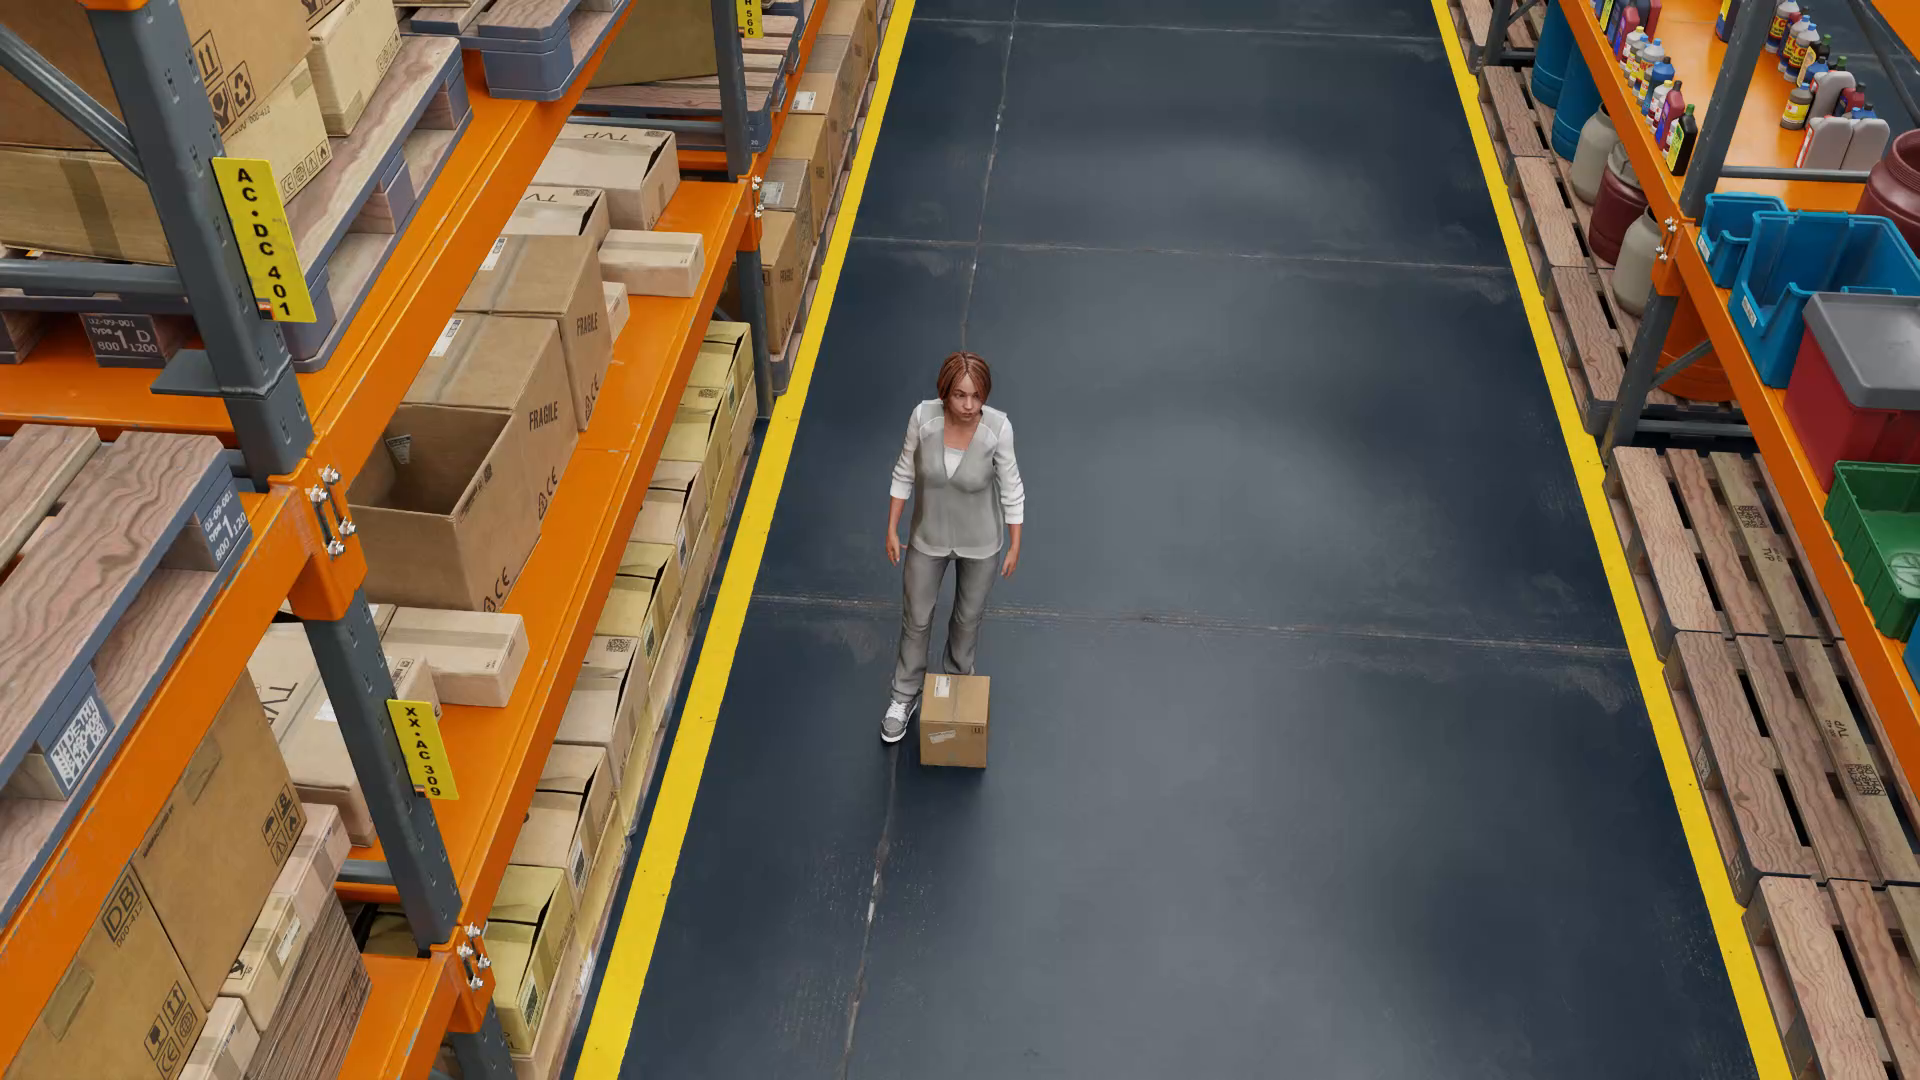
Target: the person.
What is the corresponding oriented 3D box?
[{"bbox_3d":[-0.035,0.053,6.087,0.519,1.599,0.473,4,41,4],"label":"person"}]
